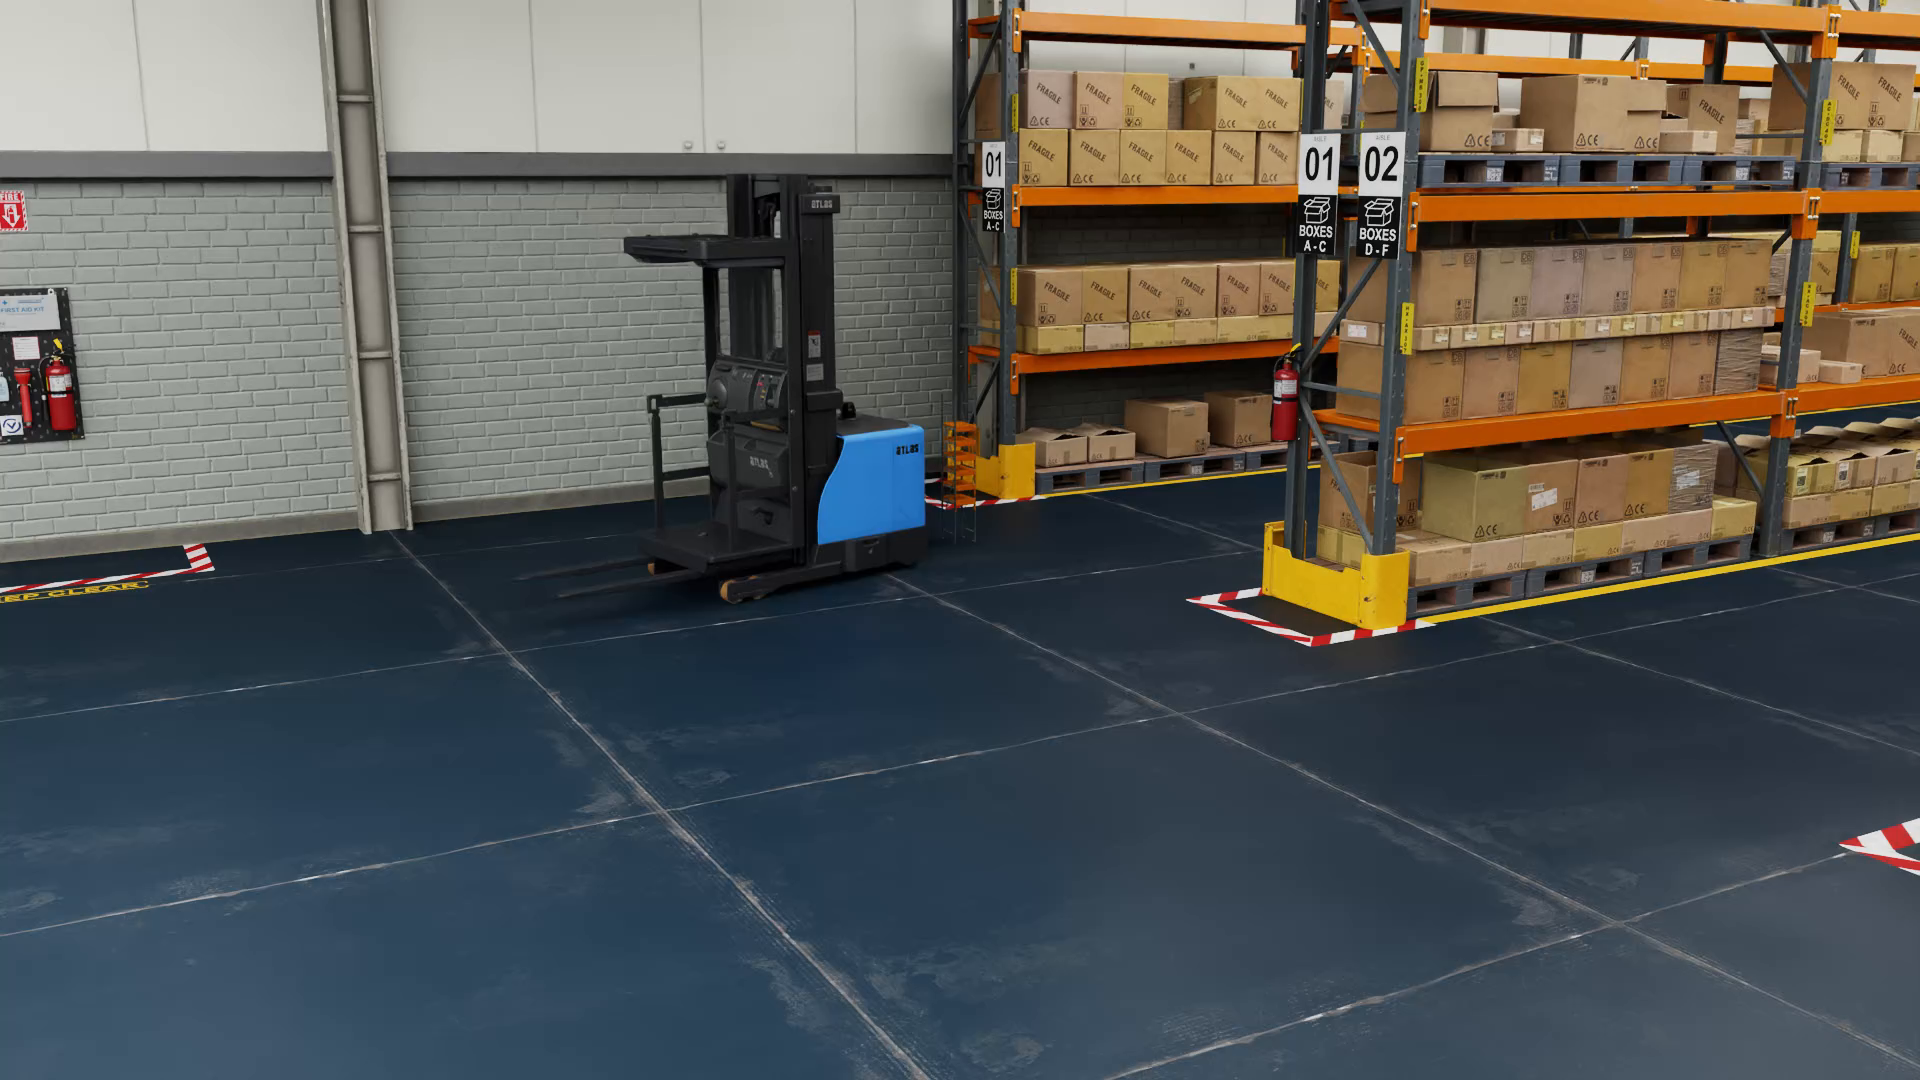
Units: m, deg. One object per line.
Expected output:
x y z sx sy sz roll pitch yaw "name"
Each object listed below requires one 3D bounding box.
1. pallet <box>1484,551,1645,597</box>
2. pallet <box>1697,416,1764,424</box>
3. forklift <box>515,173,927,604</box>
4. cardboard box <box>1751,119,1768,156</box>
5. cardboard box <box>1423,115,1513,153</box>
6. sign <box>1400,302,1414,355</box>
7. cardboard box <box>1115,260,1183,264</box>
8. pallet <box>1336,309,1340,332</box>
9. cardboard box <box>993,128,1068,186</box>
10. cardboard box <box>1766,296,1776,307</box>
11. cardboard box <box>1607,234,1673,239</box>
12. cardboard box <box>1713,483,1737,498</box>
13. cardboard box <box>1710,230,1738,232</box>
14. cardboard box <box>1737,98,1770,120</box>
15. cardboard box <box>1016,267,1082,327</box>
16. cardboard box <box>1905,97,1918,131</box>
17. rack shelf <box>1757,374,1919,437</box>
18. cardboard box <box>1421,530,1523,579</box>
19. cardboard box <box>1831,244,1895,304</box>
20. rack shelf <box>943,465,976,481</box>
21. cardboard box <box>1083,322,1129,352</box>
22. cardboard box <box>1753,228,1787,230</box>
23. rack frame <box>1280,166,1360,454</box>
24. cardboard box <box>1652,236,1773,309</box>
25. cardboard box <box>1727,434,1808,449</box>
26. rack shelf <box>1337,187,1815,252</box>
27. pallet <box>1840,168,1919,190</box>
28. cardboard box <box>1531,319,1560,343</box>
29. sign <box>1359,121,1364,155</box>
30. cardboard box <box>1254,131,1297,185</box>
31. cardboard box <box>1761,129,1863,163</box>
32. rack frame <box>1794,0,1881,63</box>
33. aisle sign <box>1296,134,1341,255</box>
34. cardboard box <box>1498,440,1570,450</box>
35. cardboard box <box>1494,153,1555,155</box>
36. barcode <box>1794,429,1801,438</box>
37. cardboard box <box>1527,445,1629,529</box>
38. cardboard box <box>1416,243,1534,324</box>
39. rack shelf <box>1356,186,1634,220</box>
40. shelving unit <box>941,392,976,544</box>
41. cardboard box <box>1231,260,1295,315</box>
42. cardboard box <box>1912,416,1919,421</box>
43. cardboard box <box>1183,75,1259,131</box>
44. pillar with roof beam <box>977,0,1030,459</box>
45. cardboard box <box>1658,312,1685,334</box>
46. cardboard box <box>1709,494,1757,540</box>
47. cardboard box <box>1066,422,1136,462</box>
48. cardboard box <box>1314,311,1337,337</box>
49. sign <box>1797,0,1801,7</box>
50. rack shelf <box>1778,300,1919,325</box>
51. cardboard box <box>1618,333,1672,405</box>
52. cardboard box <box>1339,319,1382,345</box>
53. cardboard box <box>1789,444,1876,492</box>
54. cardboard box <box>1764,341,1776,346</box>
4.317 0.146 12.477 1.213 0.211 1.003 -7 14 -28 "pallet"
9.039 -1.629 20.368 1.213 0.211 1.003 -7 14 -28 "pallet"
-1.699 -1.114 11.882 3.031 2.935 1.130 -11 17 -39 "forklift"
9.469 -4.799 20.039 0.500 0.500 0.700 -7 15 -29 "cardboard box"
3.480 -2.833 11.601 0.500 0.250 0.500 -7 14 -28 "cardboard box"
2.857 -1.351 10.630 0.005 0.325 0.100 -7 14 -28 "sign"
1.871 -2.504 16.493 0.500 0.500 0.500 -7 14 -27 "cardboard box"
4.471 -2.332 17.575 1.213 0.211 1.003 -7 14 -28 "pallet"
0.632 -3.461 15.051 0.500 0.500 0.500 -6 14 -26 "cardboard box"
9.682 -2.910 20.234 0.250 0.149 0.380 -7 14 -28 "cardboard box"
7.788 -3.364 19.068 0.500 0.250 0.500 -6 14 -27 "cardboard box"
6.332 -0.382 13.779 0.500 0.250 0.500 -7 14 -28 "cardboard box"
9.330 -3.676 20.452 0.500 0.250 0.500 -7 15 -30 "cardboard box"
9.439 -5.179 20.020 0.500 0.250 0.500 -7 15 -30 "cardboard box"
0.782 -2.247 15.349 0.500 0.500 0.500 -7 14 -28 "cardboard box"
11.512 -5.245 20.702 0.500 0.500 0.500 -7 14 -28 "cardboard box"
7.862 -1.278 14.095 4.000 0.370 1.077 -7 14 -28 "rack shelf"
3.610 0.072 11.764 0.500 0.250 0.500 -7 14 -28 "cardboard box"
11.236 -3.415 21.268 0.700 0.700 0.980 -7 14 -27 "cardboard box"
-0.013 -0.540 13.480 0.180 0.103 0.258 -7 14 -28 "rack shelf"
1.248 -1.936 15.677 0.500 0.250 0.500 -7 15 -30 "cardboard box"
10.223 -3.786 20.941 0.500 0.250 0.500 -6 14 -26 "cardboard box"
3.730 -2.373 17.321 0.127 3.000 1.000 -7 14 -28 "rack frame"
5.720 -2.052 12.715 0.500 0.500 0.700 -7 14 -28 "cardboard box"
6.779 -0.709 13.959 0.500 0.311 0.500 -6 14 -26 "cardboard box"
4.351 -2.321 11.896 4.000 0.370 1.077 -7 14 -28 "rack shelf"
8.085 -3.004 13.723 1.213 0.211 1.003 -6 14 -25 "pallet"
3.949 -1.472 11.612 0.250 0.149 0.380 -7 15 -30 "cardboard box"
3.997 -3.985 16.474 0.005 0.325 0.100 -7 14 -28 "sign"
2.955 -3.743 16.306 0.500 0.500 0.500 -8 15 -33 "cardboard box"
6.652 -3.077 13.002 0.500 0.250 0.500 -5 14 -22 "cardboard box"
10.752 -6.141 20.402 0.127 3.000 1.000 -7 14 -28 "rack frame"
2.398 -2.316 11.147 0.004 0.787 0.394 -7 14 -28 "aisle sign"
4.234 -0.501 12.603 0.500 0.500 0.500 -7 14 -28 "cardboard box"
6.059 -4.199 18.322 0.637 0.503 0.797 -5 14 -20 "cardboard box"
6.530 -0.829 12.965 0.075 0.075 0.001 -7 14 -28 "barcode"
4.491 -0.398 12.144 0.500 0.500 0.500 -7 14 -28 "cardboard box"
3.517 -1.788 11.540 0.500 0.500 0.700 -7 15 -29 "cardboard box"
5.485 -3.696 18.006 4.000 0.370 1.077 -7 14 -28 "rack shelf"
-0.013 -0.584 13.471 0.189 1.200 0.258 -7 14 -28 "shelving unit"
3.028 -2.512 16.529 0.500 0.500 0.500 -7 14 -28 "cardboard box"
9.017 -0.978 15.152 0.500 0.311 0.500 -6 14 -26 "cardboard box"
2.491 -4.161 15.884 0.500 0.500 0.500 -7 15 -30 "cardboard box"
2.482 -4.290 12.174 0.400 9.000 9.100 -7 14 -28 "pillar with roof beam"
5.077 -1.607 12.214 0.250 0.149 0.380 -7 14 -28 "cardboard box"
5.805 -0.191 12.933 0.500 0.250 0.500 -7 14 -28 "cardboard box"
1.370 -0.970 16.211 0.500 0.311 0.500 -6 14 -23 "cardboard box"
3.459 -2.201 16.855 0.500 0.250 0.500 -7 14 -28 "cardboard box"
10.508 -6.784 20.769 0.005 0.325 0.100 -7 14 -28 "sign"
12.507 -3.074 22.075 4.000 0.370 1.077 -7 14 -28 "rack shelf"
4.818 -1.311 12.374 0.500 0.500 0.700 -7 14 -27 "cardboard box"
2.840 -1.440 11.471 0.250 0.149 0.380 -7 15 -29 "cardboard box"
7.031 -0.603 13.485 0.500 0.311 0.500 -7 14 -29 "cardboard box"
6.791 -1.481 13.664 0.258 0.266 0.396 -7 15 -29 "cardboard box"
